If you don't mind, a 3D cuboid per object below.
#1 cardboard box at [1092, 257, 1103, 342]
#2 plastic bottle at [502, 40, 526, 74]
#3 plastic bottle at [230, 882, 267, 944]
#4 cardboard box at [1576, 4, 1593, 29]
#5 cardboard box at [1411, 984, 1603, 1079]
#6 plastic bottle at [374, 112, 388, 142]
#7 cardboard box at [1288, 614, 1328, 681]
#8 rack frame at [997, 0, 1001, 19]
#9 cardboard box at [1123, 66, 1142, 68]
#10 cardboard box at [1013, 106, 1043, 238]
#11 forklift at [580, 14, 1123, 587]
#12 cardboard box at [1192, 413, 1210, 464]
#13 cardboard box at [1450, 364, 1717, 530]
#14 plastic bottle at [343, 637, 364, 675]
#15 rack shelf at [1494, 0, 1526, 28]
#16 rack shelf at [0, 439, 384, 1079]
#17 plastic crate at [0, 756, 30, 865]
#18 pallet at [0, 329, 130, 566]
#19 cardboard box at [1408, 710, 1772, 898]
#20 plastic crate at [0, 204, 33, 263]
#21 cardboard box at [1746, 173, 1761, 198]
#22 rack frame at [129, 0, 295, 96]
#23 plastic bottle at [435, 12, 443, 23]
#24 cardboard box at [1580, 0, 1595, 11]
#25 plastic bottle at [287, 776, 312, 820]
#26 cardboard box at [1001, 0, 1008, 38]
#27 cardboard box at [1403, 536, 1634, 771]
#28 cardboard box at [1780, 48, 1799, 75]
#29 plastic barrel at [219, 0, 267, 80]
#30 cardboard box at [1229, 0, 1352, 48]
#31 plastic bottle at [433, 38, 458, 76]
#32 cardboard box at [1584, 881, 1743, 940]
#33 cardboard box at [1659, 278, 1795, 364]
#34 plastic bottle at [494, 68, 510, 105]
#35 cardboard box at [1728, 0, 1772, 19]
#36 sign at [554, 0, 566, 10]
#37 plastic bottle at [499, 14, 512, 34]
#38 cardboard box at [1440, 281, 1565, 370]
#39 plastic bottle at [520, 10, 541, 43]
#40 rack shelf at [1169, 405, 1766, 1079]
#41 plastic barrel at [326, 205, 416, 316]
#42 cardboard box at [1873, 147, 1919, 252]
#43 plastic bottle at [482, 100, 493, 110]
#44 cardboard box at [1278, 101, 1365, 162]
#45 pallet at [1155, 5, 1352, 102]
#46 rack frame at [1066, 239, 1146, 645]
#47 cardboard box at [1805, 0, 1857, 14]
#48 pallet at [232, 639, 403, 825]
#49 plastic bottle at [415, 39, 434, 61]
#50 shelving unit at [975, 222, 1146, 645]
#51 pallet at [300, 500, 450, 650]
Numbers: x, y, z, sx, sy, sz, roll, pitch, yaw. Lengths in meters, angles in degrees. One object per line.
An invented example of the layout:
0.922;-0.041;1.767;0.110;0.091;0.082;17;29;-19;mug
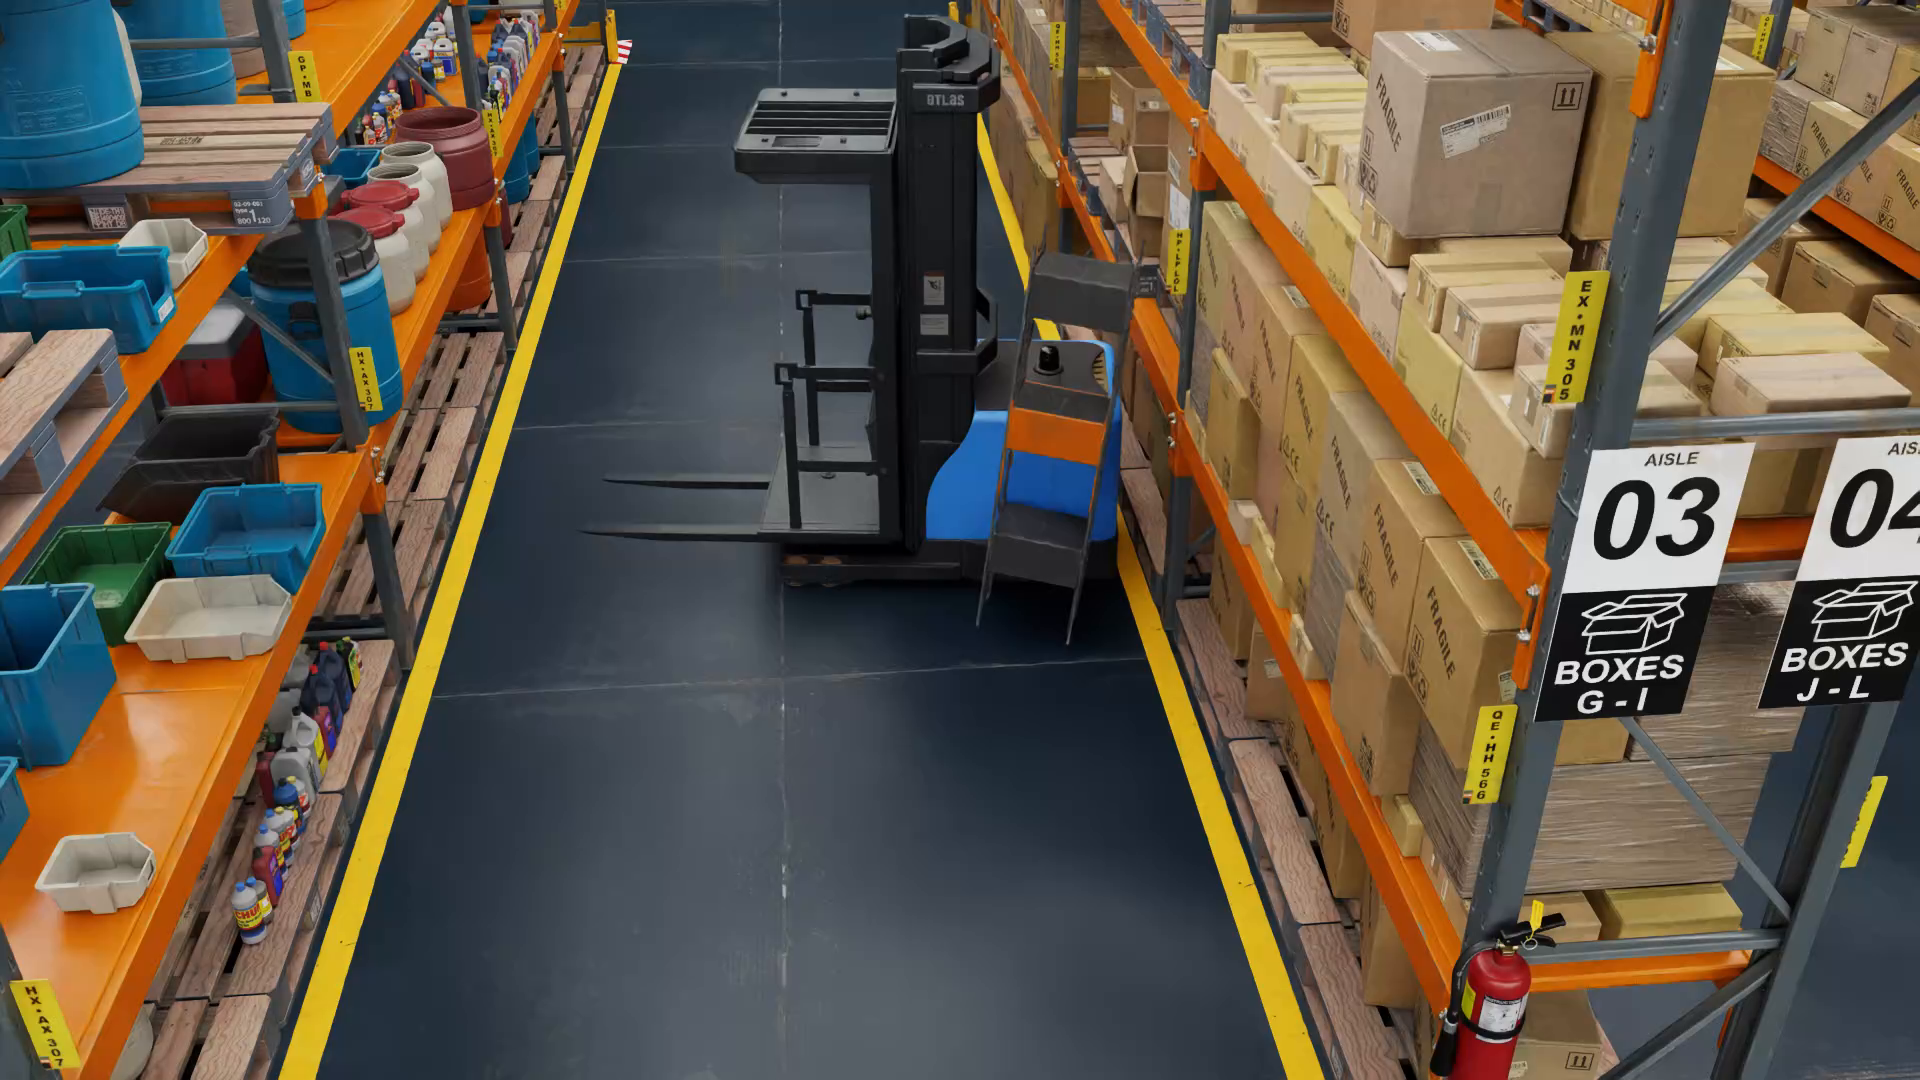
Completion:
1.298;-1.669;11.627;0.700;0.500;0.500;-4;31;-7;cardboard box
-3.637;-3.947;13.555;0.152;0.276;0.135;-3;31;-5;plastic bottle
-2.827;1.469;6.597;0.097;0.271;0.097;0;31;0;plastic bottle
5.466;-4.445;14.101;0.380;0.149;0.250;-4;31;-7;cardboard box
1.921;1.763;5.901;0.500;0.500;0.500;3;31;5;cardboard box
-4.202;-2.985;12.016;0.097;0.201;0.097;0;31;0;plastic bottle
1.486;0.402;6.397;0.380;0.149;0.250;-3;31;-5;cardboard box
0.842;-4.936;15.089;1.000;3.000;0.127;-3;31;-5;rack frame
1.441;-3.198;12.082;0.500;0.500;0.500;-2;31;-3;cardboard box
1.096;-2.971;13.462;1.225;0.875;0.875;-3;31;-4;cardboard box
-0.626;-1.267;9.013;3.031;2.935;1.130;1;31;1;forklift
1.320;-0.492;7.893;0.380;0.149;0.250;-3;31;-5;cardboard box
1.665;-0.267;4.493;0.500;0.250;0.500;-2;31;-3;cardboard box
-2.998;0.568;8.174;0.097;0.201;0.097;0;31;0;plastic bottle
5.603;-5.835;17.295;1.077;0.370;4.000;-3;31;-5;rack shelf
-3.155;0.715;6.329;1.077;0.370;4.000;-3;31;-5;rack shelf
-3.368;0.918;5.432;0.499;0.251;0.408;-3;31;-5;plastic crate
-2.948;-0.206;4.429;1.003;0.211;1.213;-3;31;-5;pallet
1.939;0.737;5.203;0.875;0.500;0.500;-3;31;-5;cardboard box
-3.466;-0.993;5.769;0.336;0.188;0.450;-3;31;-5;plastic crate
5.838;-2.846;12.886;0.500;0.250;0.500;-3;31;-6;cardboard box
-3.342;-3.190;6.316;1.000;3.000;0.127;-3;31;-5;rack frame
-4.468;-4.373;14.260;0.061;0.283;0.133;-3;31;-5;plastic bottle
5.471;-4.565;14.013;0.380;0.149;0.250;-2;31;-3;cardboard box
-2.897;1.118;7.253;0.097;0.201;0.097;0;31;0;plastic bottle
0.636;-4.733;14.650;0.500;0.500;0.500;-3;31;-4;cardboard box
1.666;0.321;4.924;0.500;0.500;0.500;-3;31;-5;cardboard box
6.318;-3.537;12.291;0.380;0.149;0.250;-1;31;-2;cardboard box
-3.667;-2.701;7.933;0.600;0.901;0.600;0;31;0;plastic barrel
1.644;-2.609;7.758;0.797;0.503;0.637;-4;31;-7;cardboard box
-4.188;-3.926;13.518;0.152;0.276;0.135;-3;31;-5;plastic bottle
2.174;1.141;5.159;0.380;0.149;0.250;-3;31;-5;cardboard box
2.093;-0.616;4.689;0.380;0.149;0.250;-3;31;-5;cardboard box
-3.526;-3.488;12.790;0.097;0.271;0.097;0;31;0;plastic bottle
6.215;-4.189;13.094;0.380;0.149;0.250;-1;31;-2;cardboard box
-3.542;-4.843;14.664;0.100;0.325;0.005;-3;31;-5;sign
-3.821;-4.217;13.934;0.144;0.351;0.185;-3;31;-5;plastic bottle
1.584;-0.604;4.669;0.380;0.149;0.250;-4;31;-7;cardboard box
-3.731;-4.460;14.413;0.152;0.276;0.135;-3;31;-5;plastic bottle
1.776;0.478;6.726;1.077;0.370;4.000;-3;31;-5;rack shelf
-3.282;-1.547;9.282;0.433;0.535;0.433;0;31;0;plastic barrel
6.078;-2.110;10.259;0.500;0.500;0.500;-3;31;-5;cardboard box
-3.478;-3.076;12.096;0.152;0.276;0.135;-3;31;-5;plastic bottle
1.414;-1.530;6.219;0.380;0.149;0.250;-3;31;-6;cardboard box
1.638;-2.379;8.067;1.213;0.211;1.003;-3;31;-5;pallet
0.734;-0.461;8.450;0.015;2.100;0.400;11;27;6;rack frame
10.496;-6.202;19.297;0.875;0.438;0.875;-4;31;-6;cardboard box
-3.321;0.927;7.992;1.003;0.211;1.213;-3;31;-5;pallet
-4.339;-3.919;13.506;0.152;0.276;0.135;-3;31;-5;plastic bottle
0.497;-0.509;8.477;0.503;2.100;0.431;11;27;6;shelving unit
-3.454;0.183;9.237;1.003;0.211;1.213;-3;31;-5;pallet
